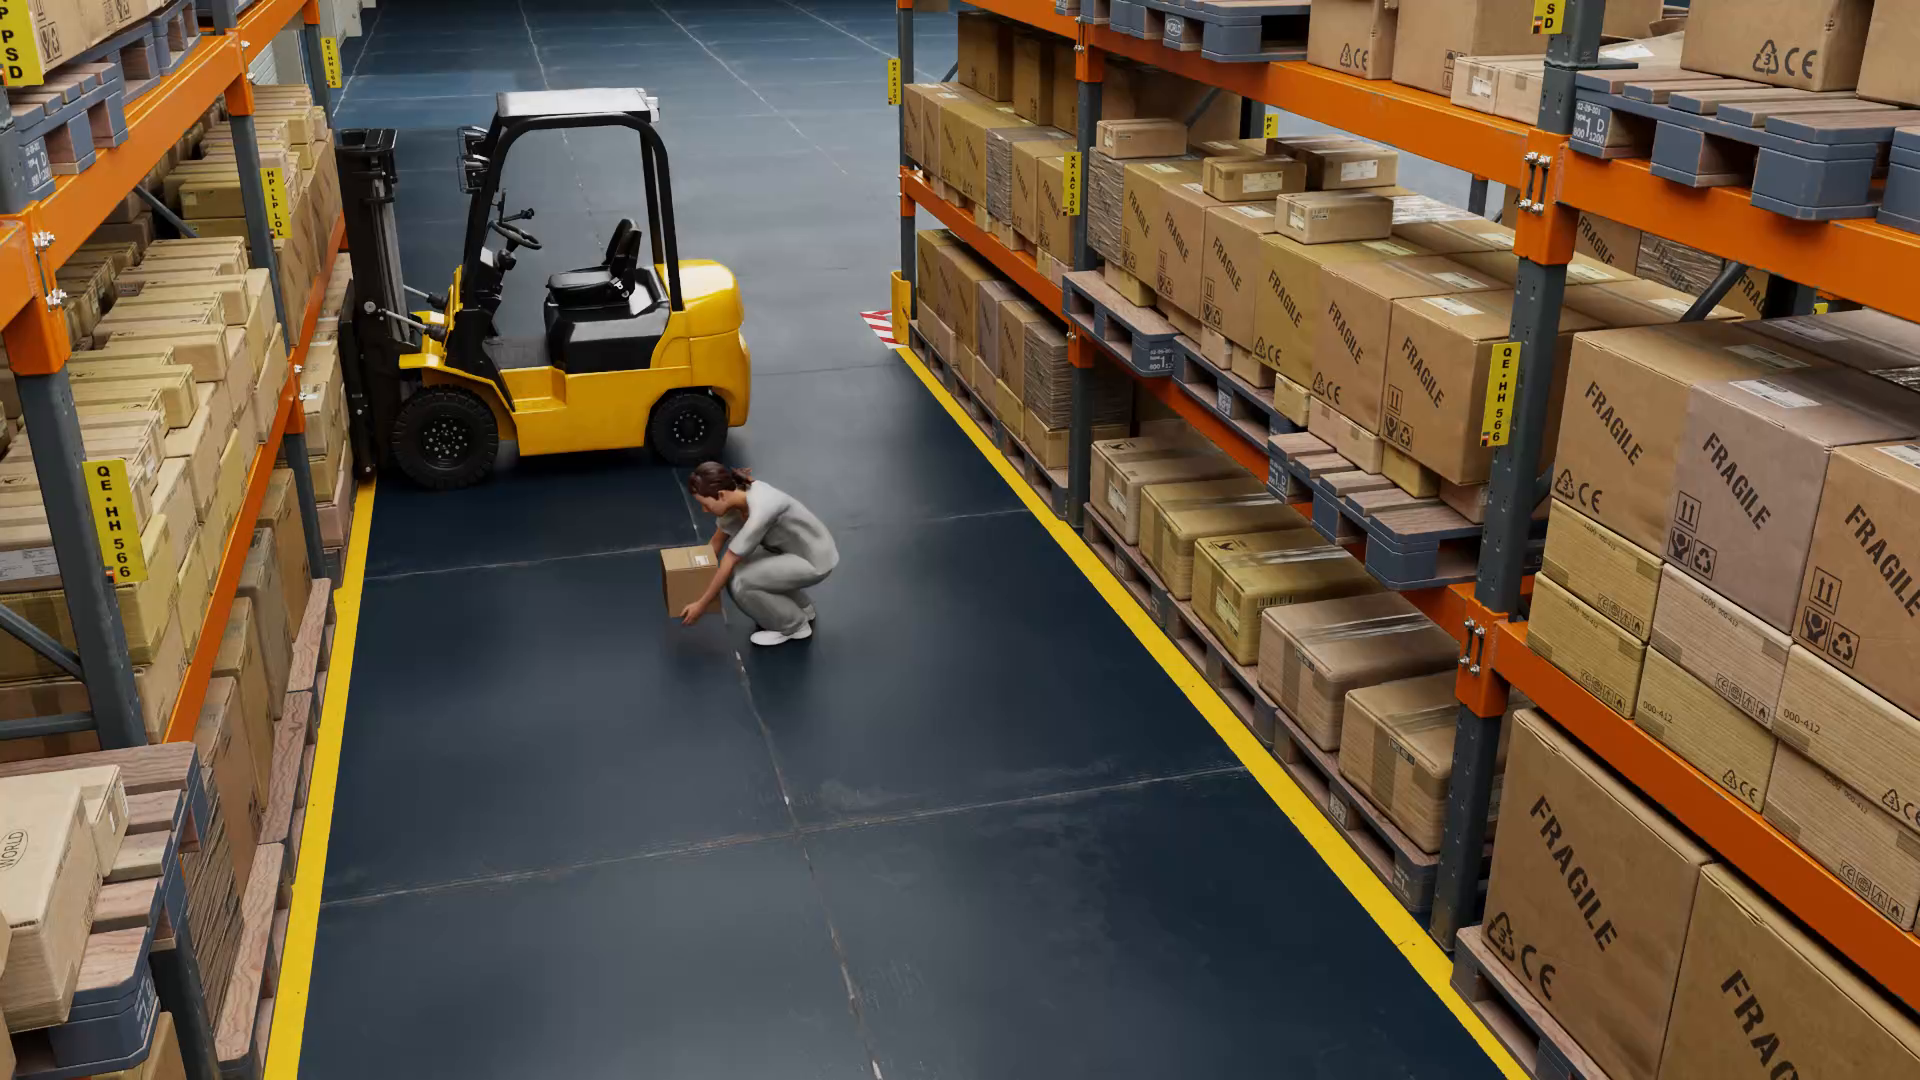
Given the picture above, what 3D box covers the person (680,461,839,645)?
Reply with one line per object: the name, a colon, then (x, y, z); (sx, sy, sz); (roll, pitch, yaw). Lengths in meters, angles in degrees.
person: (-0.979, 0.043, 7.975); (0.794, 0.920, 0.470); (-6, 24, -15)
